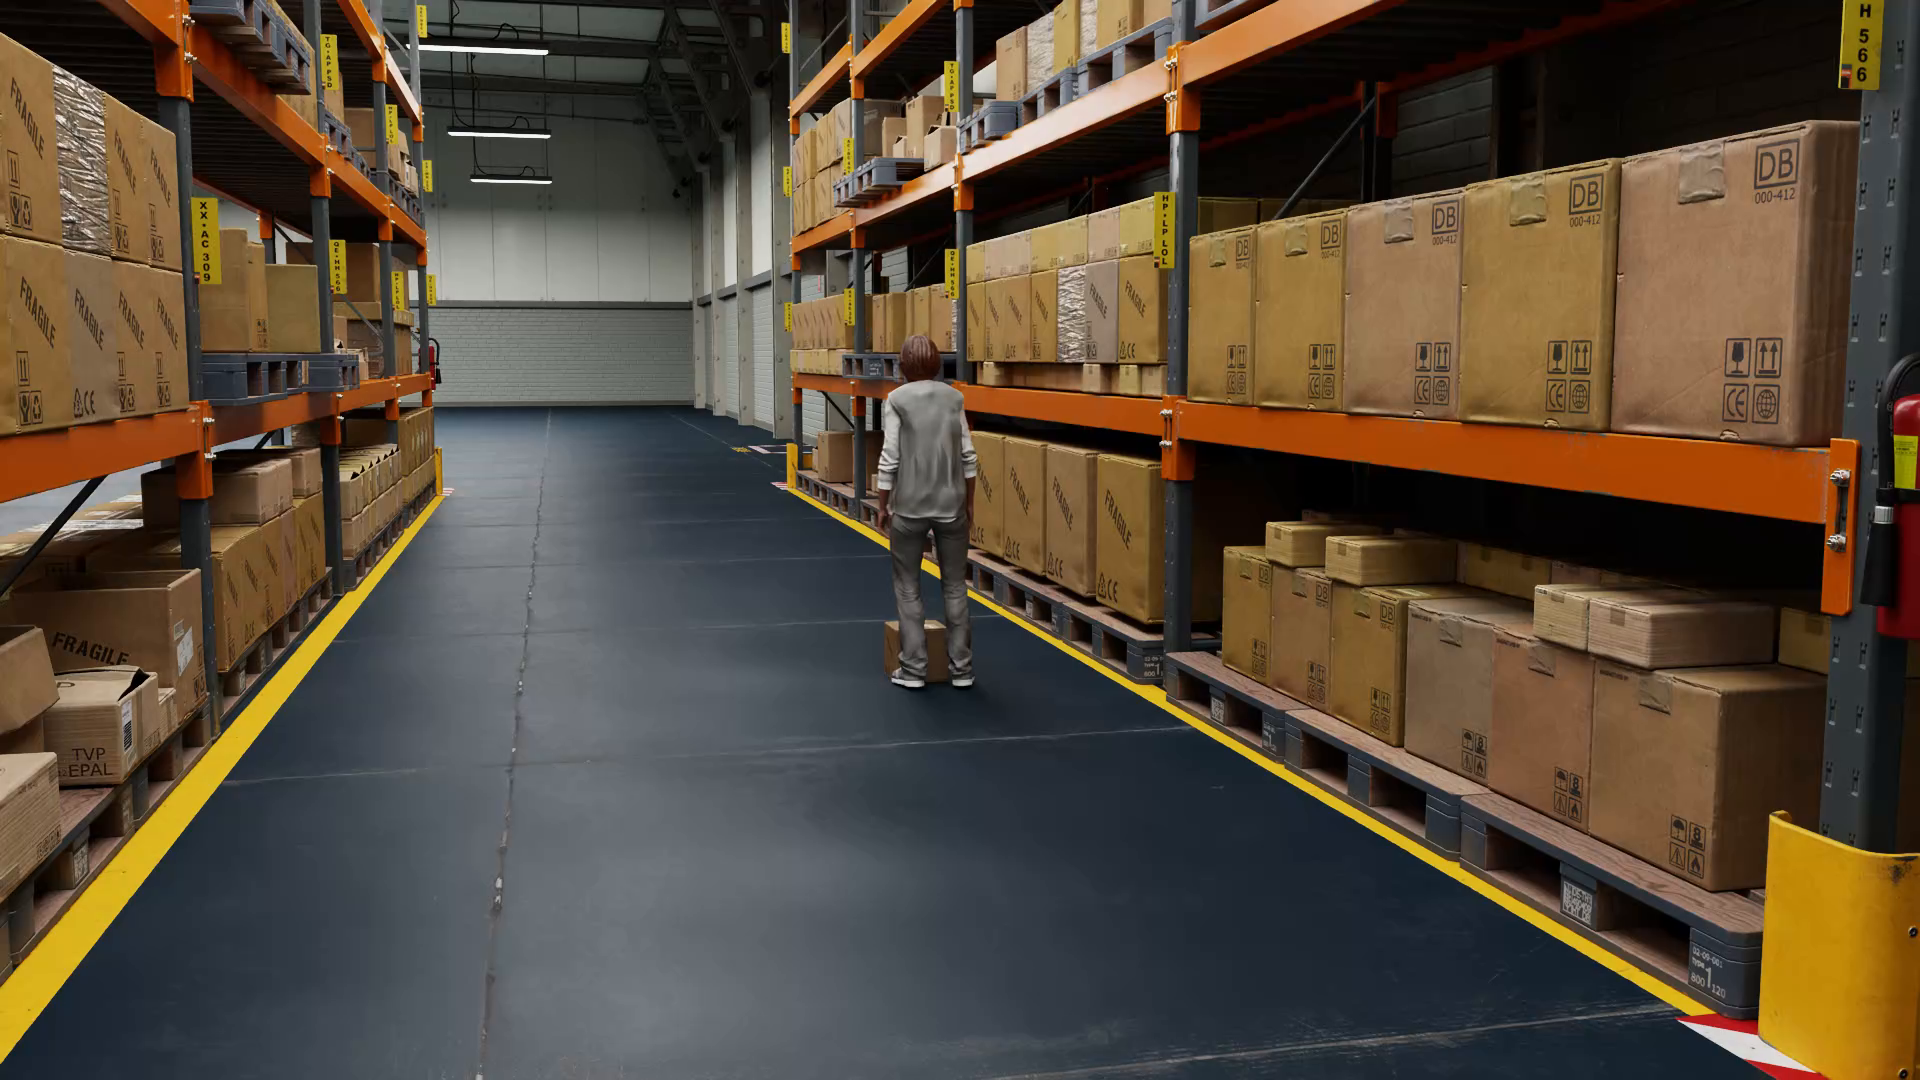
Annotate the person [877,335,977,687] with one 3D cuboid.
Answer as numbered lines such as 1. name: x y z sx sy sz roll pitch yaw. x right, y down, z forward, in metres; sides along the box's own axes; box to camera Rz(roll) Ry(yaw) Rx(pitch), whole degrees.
1. person: -0.147 -0.122 7.489 0.480 1.591 0.378 -2 7 -17
